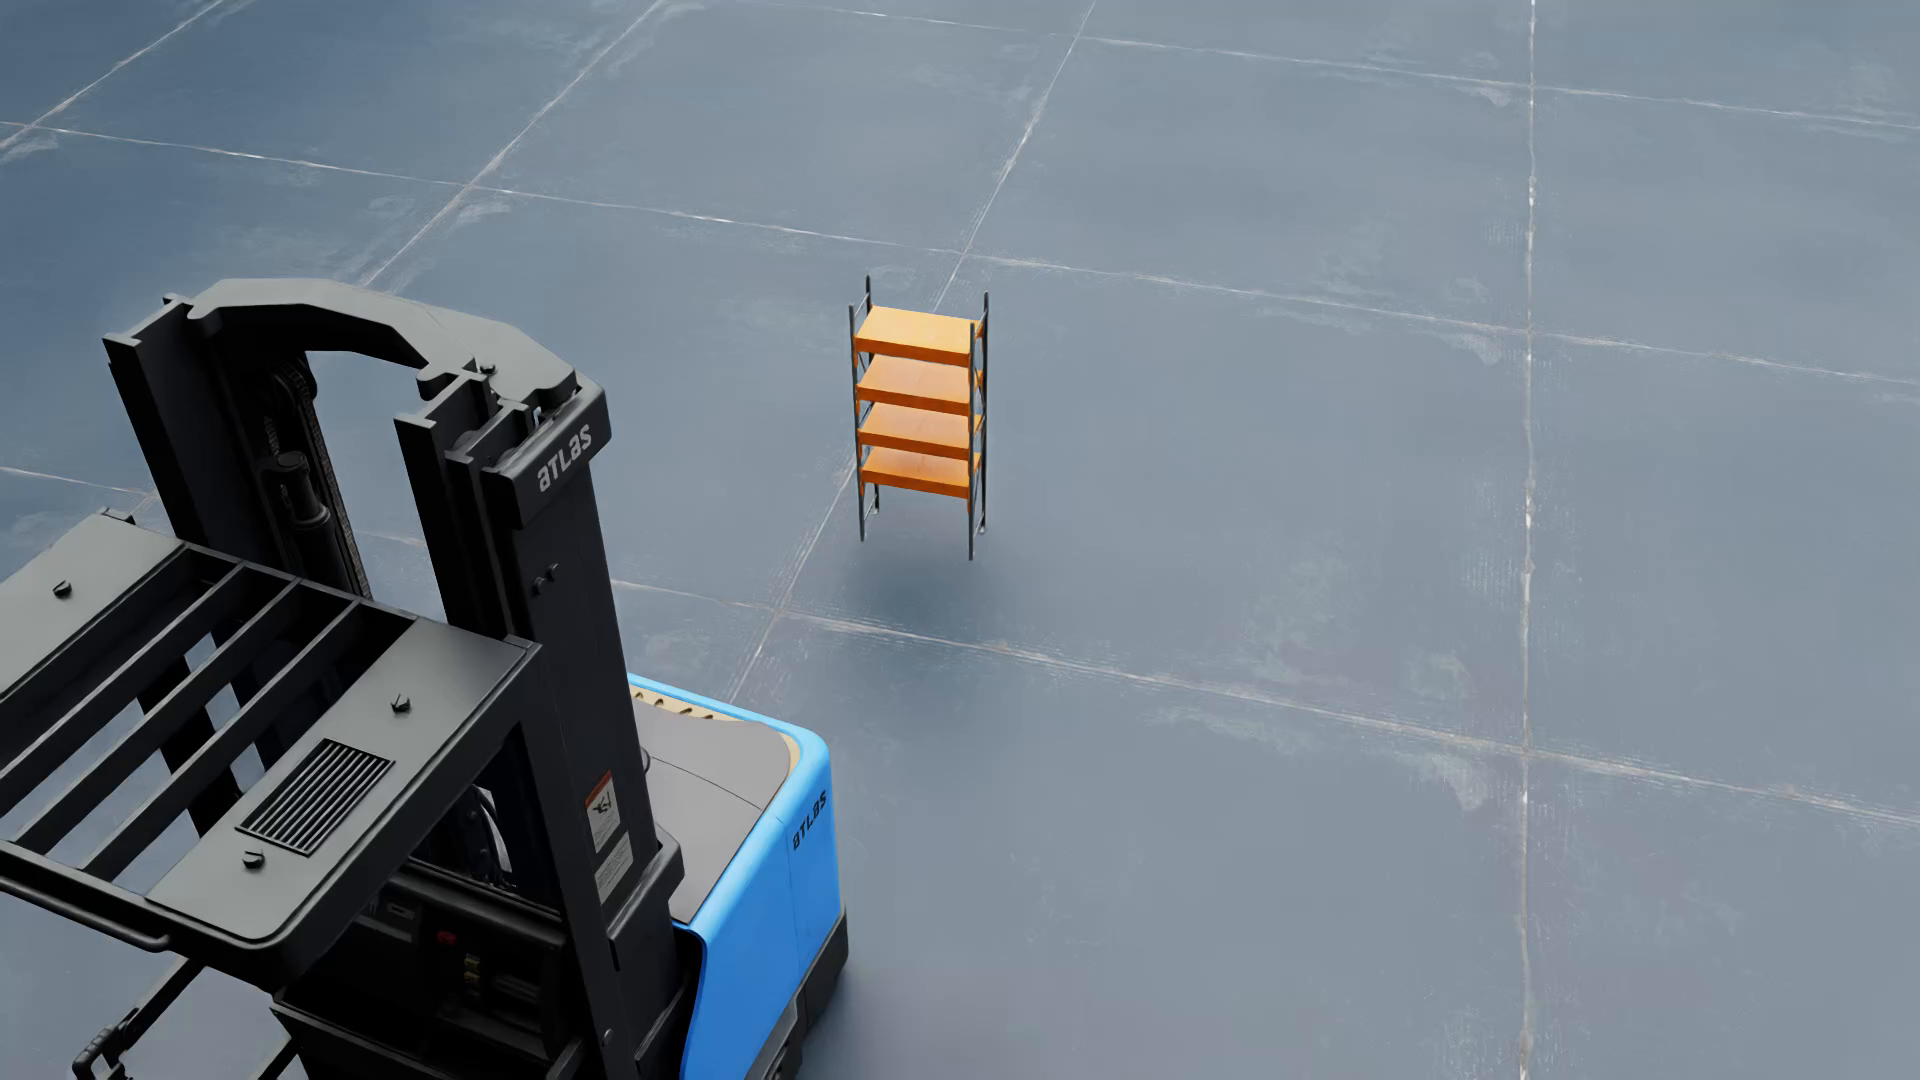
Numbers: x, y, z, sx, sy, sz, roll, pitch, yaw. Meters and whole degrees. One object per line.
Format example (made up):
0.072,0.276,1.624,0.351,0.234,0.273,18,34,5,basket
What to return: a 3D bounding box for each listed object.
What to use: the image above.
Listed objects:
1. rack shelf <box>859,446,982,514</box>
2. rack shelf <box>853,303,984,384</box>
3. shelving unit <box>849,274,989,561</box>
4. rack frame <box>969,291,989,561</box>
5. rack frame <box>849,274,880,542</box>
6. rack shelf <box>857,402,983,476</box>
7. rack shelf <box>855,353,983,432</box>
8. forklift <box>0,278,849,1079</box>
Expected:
-0.160,-0.283,7.068,0.480,0.148,0.258,10,41,11,rack shelf
-0.160,-0.788,6.644,0.480,0.148,0.258,10,41,11,rack shelf
-0.160,-0.487,6.897,0.503,1.200,0.258,10,41,11,shelving unit
0.076,-0.446,6.849,0.015,1.200,0.240,10,41,11,rack frame
-0.396,-0.528,6.945,0.015,1.200,0.240,10,41,11,rack frame
-0.160,-0.435,6.940,0.480,0.148,0.258,10,41,11,rack shelf
-0.160,-0.607,6.796,0.480,0.148,0.258,10,41,11,rack shelf
-1.407,1.030,3.744,1.130,2.935,3.031,15,42,17,forklift
